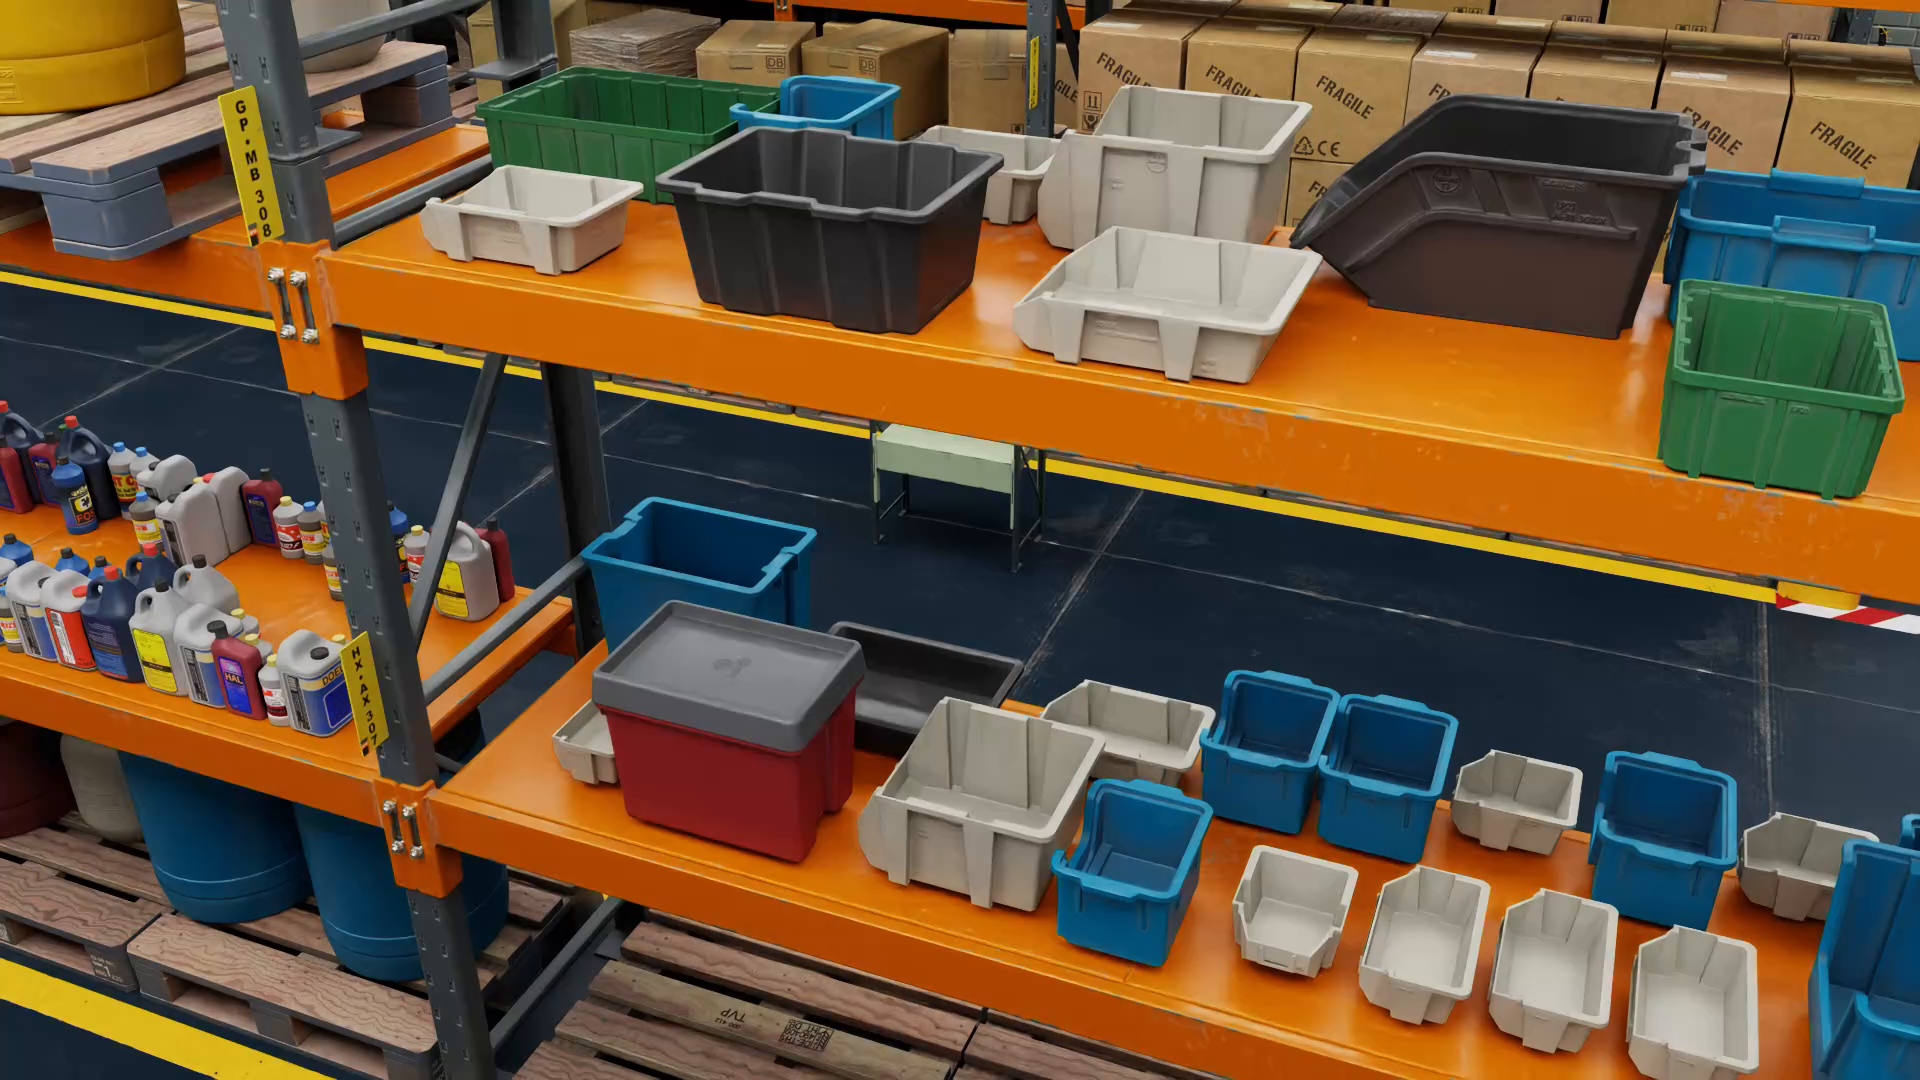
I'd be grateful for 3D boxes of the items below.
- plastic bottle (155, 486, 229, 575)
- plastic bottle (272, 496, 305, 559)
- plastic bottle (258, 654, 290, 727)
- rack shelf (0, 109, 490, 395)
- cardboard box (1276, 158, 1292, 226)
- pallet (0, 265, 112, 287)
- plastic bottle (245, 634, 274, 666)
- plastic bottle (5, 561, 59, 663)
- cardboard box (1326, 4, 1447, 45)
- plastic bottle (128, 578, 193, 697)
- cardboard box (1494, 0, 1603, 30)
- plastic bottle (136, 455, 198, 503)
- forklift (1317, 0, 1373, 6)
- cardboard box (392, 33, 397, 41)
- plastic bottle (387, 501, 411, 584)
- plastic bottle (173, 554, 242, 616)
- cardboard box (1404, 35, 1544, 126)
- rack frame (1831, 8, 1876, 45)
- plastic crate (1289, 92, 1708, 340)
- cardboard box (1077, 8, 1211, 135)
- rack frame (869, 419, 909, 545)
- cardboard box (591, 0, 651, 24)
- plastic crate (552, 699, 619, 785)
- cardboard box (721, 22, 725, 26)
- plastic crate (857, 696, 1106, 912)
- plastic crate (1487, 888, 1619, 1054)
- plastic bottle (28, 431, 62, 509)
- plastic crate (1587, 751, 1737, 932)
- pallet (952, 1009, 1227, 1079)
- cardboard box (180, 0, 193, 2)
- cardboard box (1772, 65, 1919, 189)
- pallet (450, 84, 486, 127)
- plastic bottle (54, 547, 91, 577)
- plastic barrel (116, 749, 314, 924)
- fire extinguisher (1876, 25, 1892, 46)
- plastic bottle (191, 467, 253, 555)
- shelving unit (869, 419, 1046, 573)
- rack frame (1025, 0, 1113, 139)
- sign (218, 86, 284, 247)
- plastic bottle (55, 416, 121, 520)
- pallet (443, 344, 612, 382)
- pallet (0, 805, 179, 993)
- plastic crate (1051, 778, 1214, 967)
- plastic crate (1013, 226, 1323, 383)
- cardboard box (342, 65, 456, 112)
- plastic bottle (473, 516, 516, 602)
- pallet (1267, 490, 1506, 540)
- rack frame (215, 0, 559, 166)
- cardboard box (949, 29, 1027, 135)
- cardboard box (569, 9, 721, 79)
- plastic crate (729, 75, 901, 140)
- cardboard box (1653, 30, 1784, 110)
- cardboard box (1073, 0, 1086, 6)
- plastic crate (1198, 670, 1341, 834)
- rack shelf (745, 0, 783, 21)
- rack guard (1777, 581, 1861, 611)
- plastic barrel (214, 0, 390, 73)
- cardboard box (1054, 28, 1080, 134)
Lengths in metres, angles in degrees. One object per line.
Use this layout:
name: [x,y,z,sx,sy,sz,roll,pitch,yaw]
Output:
plastic bottle: [-2.505,-0.044,5.406,0.135,0.276,0.152,11,31,19]
plastic bottle: [-2.206,-0.048,5.488,0.097,0.201,0.097,0,29,0]
plastic bottle: [-1.908,0.415,4.669,0.097,0.201,0.097,0,29,0]
rack shelf: [-3.157,-1.100,4.830,4.000,0.370,1.077,11,31,19]
cardboard box: [1.408,-1.727,8.155,0.500,0.500,0.500,12,32,20]
pallet: [-6.154,-2.142,11.826,1.213,0.211,1.003,11,31,19]
plastic bottle: [-2.009,0.363,4.762,0.097,0.201,0.097,0,29,0]
plastic bottle: [-2.721,0.206,4.964,0.135,0.276,0.152,11,31,19]
cardboard box: [2.071,-2.311,8.173,0.500,0.500,0.500,12,31,20]
plastic bottle: [-2.278,0.264,4.785,0.185,0.351,0.144,11,31,19]
cardboard box: [4.270,-4.009,11.990,0.700,0.700,0.980,10,31,17]
plastic bottle: [-2.662,-0.157,5.605,0.135,0.276,0.152,11,31,19]
forklift: [2.165,-3.275,11.065,1.130,2.935,3.031,8,30,13]
cardboard box: [-5.499,-4.778,16.086,0.250,0.166,0.380,7,30,13]
plastic bottle: [-1.811,0.001,5.331,0.097,0.271,0.097,0,29,0]
plastic bottle: [-2.224,0.198,4.902,0.185,0.351,0.144,11,31,19]
cardboard box: [2.326,-1.972,7.574,0.500,0.500,0.500,12,32,21]
rack frame: [6.128,-3.514,11.419,0.127,3.000,1.000,11,31,19]
plastic crate: [1.091,-0.684,3.426,0.767,0.338,0.504,11,31,19]
cardboard box: [0.893,-2.258,8.079,0.500,0.500,0.500,12,32,20]
rack frame: [-0.345,-0.722,8.003,0.023,1.500,0.400,11,31,19]
cardboard box: [-2.955,-4.760,14.955,0.500,0.250,0.500,11,31,19]
plastic crate: [-0.926,0.503,4.519,0.243,0.136,0.396,11,31,19]
cardboard box: [-2.406,-4.355,15.000,0.500,0.500,0.700,11,31,19]
plastic crate: [0.042,0.655,4.102,0.530,0.282,0.437,11,31,19]
plastic crate: [1.316,0.963,3.705,0.243,0.136,0.396,11,31,19]
plastic bottle: [-3.144,-0.248,5.759,0.133,0.283,0.061,11,31,19]
plastic crate: [1.688,0.732,4.015,0.300,0.233,0.416,11,31,19]
pallet: [0.527,1.820,4.815,1.213,0.211,1.003,11,31,19]
cardboard box: [-8.091,-5.326,16.910,0.500,0.311,0.500,8,30,13]
cardboard box: [3.753,-1.691,7.075,0.500,0.500,0.500,11,31,19]
pallet: [-2.490,-2.558,9.922,1.003,0.211,1.213,11,31,19]
plastic bottle: [-2.691,0.147,5.072,0.097,0.271,0.097,0,29,0]
plastic barrel: [-2.458,0.754,5.573,0.708,0.901,0.600,11,31,19]
fire extinguisher: [6.094,-3.080,11.108,0.183,0.674,0.296,11,31,19]
plastic bottle: [-2.447,-0.114,5.529,0.135,0.276,0.152,11,31,19]
shelving unit: [-0.006,-0.654,7.883,0.755,1.500,0.431,11,31,19]
rack frame: [0.562,-1.995,8.731,0.127,3.000,1.000,11,31,19]
sign: [-1.512,-0.796,3.553,0.005,0.325,0.100,11,31,19]
plastic bottle: [-2.989,-0.256,5.705,0.185,0.351,0.144,11,31,19]
pallet: [-2.467,-1.365,10.451,1.213,0.211,1.003,11,31,19]
pallet: [-3.137,1.090,6.107,1.213,0.211,1.003,11,31,19]
plastic crate: [0.403,0.787,3.919,0.300,0.233,0.416,11,31,19]
plastic crate: [0.395,-0.457,3.230,0.530,0.136,0.437,11,31,19]
cardboard box: [-3.465,-2.783,10.216,0.500,0.311,0.500,13,32,22]
plastic bottle: [-1.483,0.051,5.229,0.133,0.283,0.061,11,31,19]
pallet: [2.333,-0.428,8.794,1.213,0.211,1.003,11,31,19]
rack frame: [-1.304,-2.349,3.260,0.127,3.000,1.000,11,31,19]
cardboard box: [0.207,-2.411,8.938,0.500,0.500,0.700,1,30,2]
cardboard box: [-1.743,-2.640,9.344,0.500,0.500,0.700,18,34,28]
plastic crate: [-0.340,-0.947,3.999,0.300,0.233,0.416,11,31,19]
cardboard box: [3.469,-2.029,7.674,0.500,0.500,0.500,12,31,20]
cardboard box: [1.067,-4.289,13.025,0.250,0.149,0.380,11,31,19]
plastic crate: [0.800,0.555,4.329,0.300,0.233,0.416,11,31,19]
rack shelf: [-3.139,-5.051,14.869,4.000,0.370,1.077,11,31,19]
rack guard: [4.198,-0.181,8.062,0.348,0.500,1.175,11,31,19]
plastic barrel: [-1.697,-1.496,4.236,0.433,0.535,0.433,0,29,0]
cardboard box: [0.945,-3.725,13.550,0.750,0.750,0.750,12,32,21]
